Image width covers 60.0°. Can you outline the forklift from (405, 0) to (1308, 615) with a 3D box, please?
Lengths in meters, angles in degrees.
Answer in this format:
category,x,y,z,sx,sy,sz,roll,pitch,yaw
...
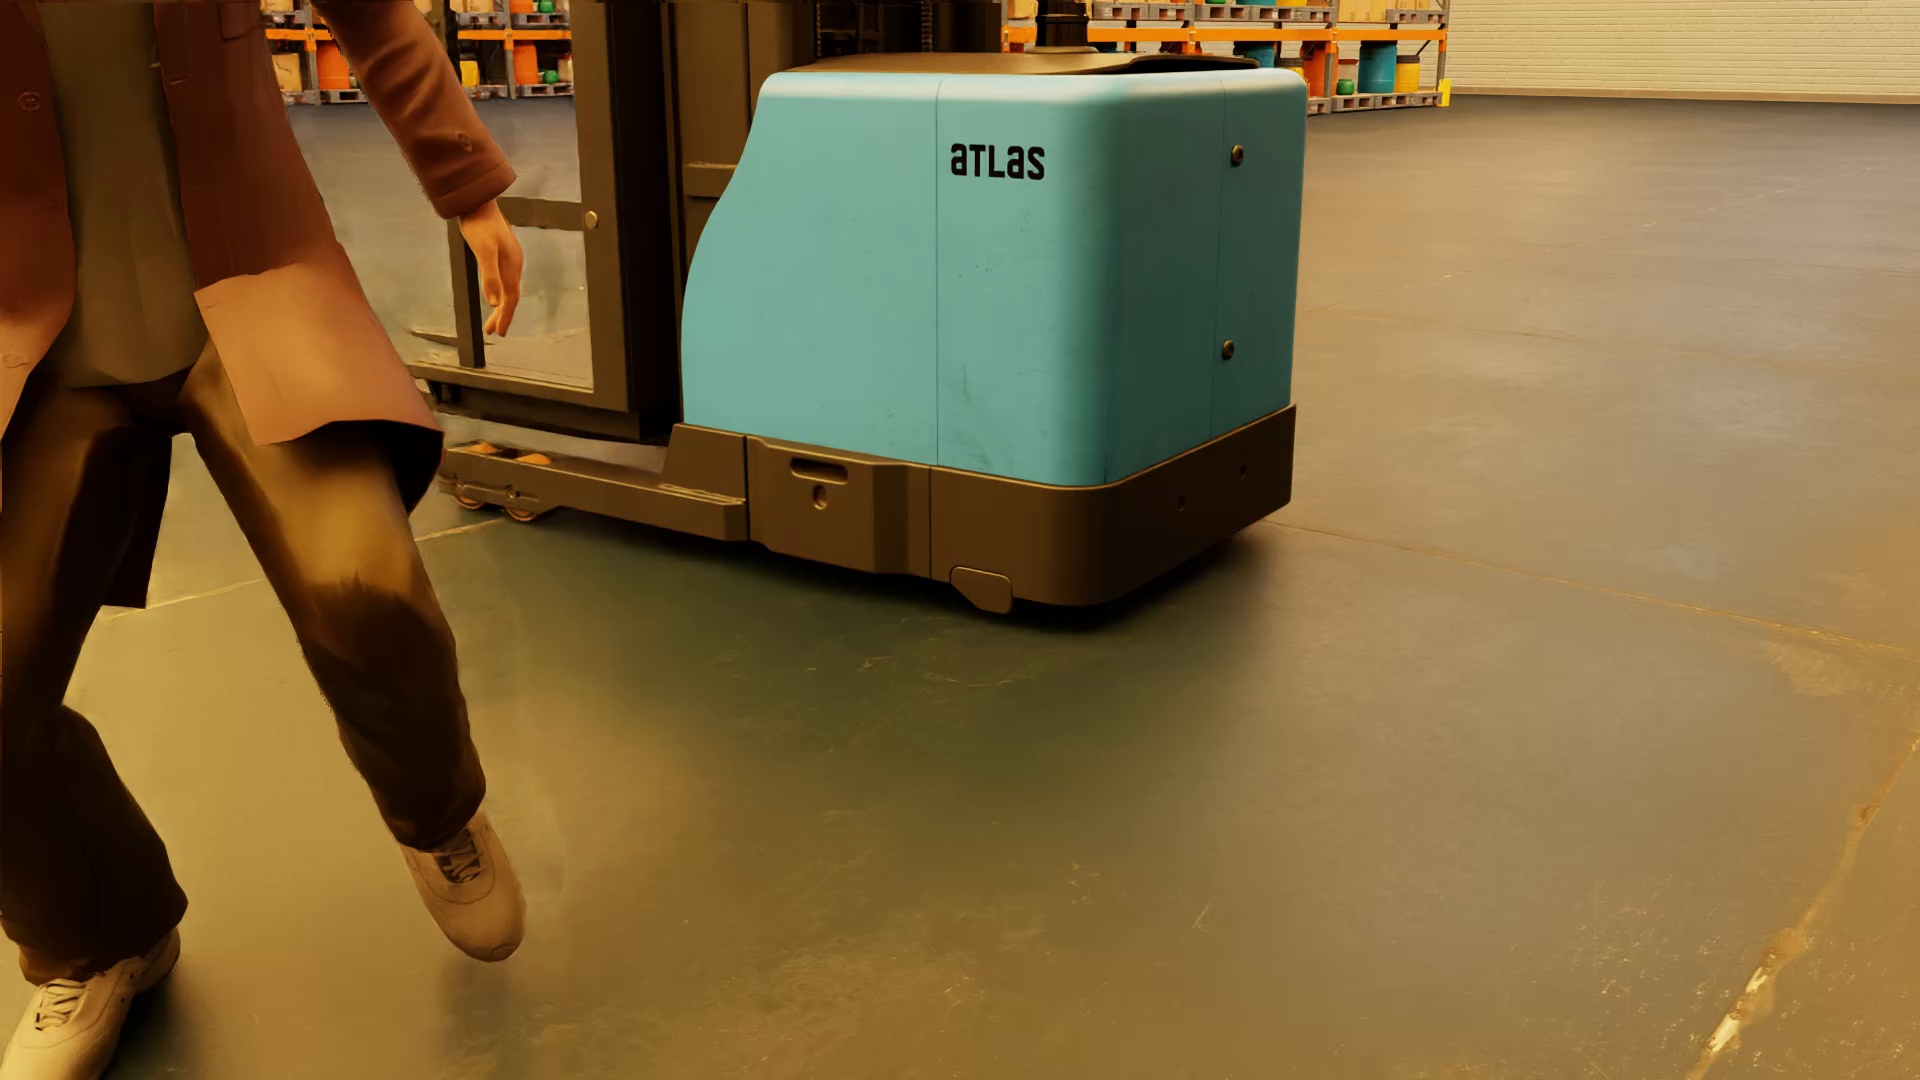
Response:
category,x,y,z,sx,sy,sz,roll,pitch,yaw
forklift,-0.709,-1.562,4.043,3.031,2.935,1.130,11,20,32

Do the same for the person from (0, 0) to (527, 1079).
category,x,y,z,sx,sy,sz,roll,pitch,yaw
person,-0.877,-0.216,1.811,0.868,1.677,0.650,-7,18,-22
